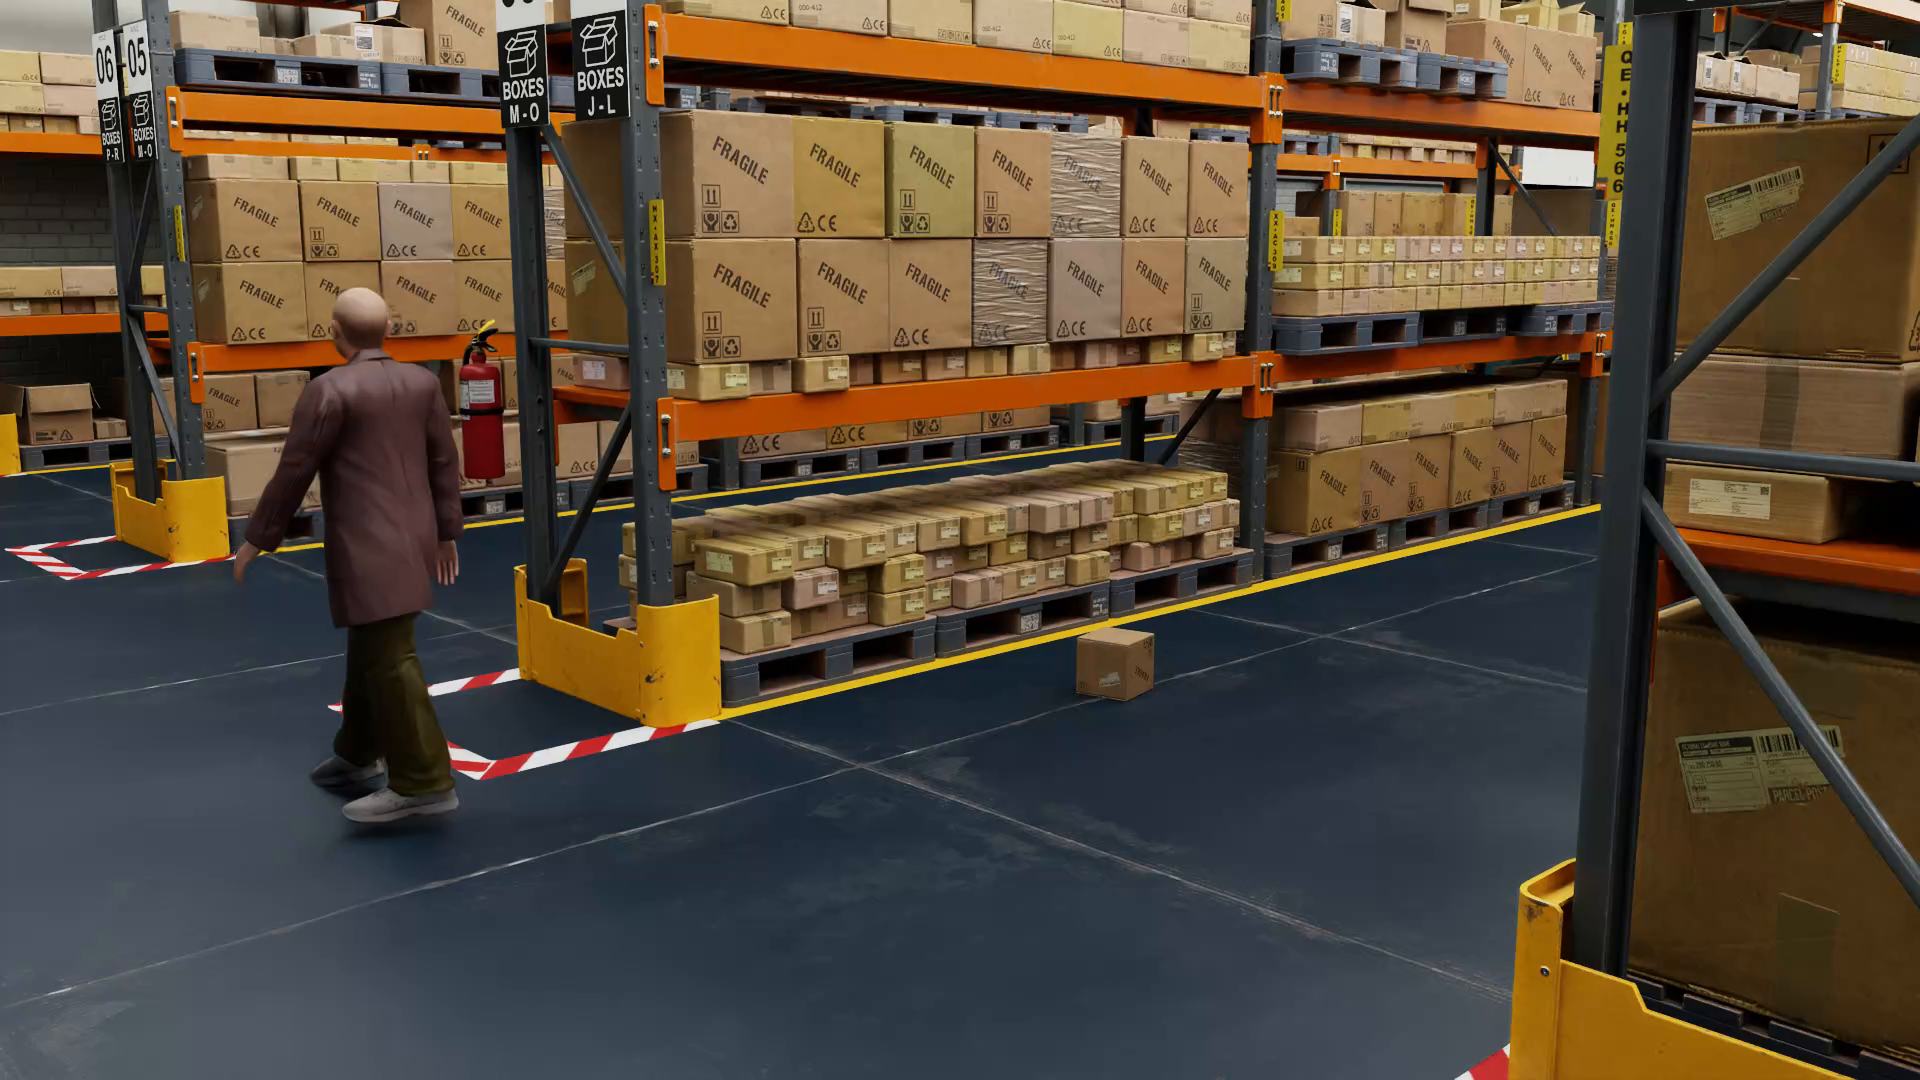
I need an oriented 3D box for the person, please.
[{"bbox_3d":[-2.049,0.046,5.668,0.788,1.794,0.642,4,11,18],"label":"person"}]
